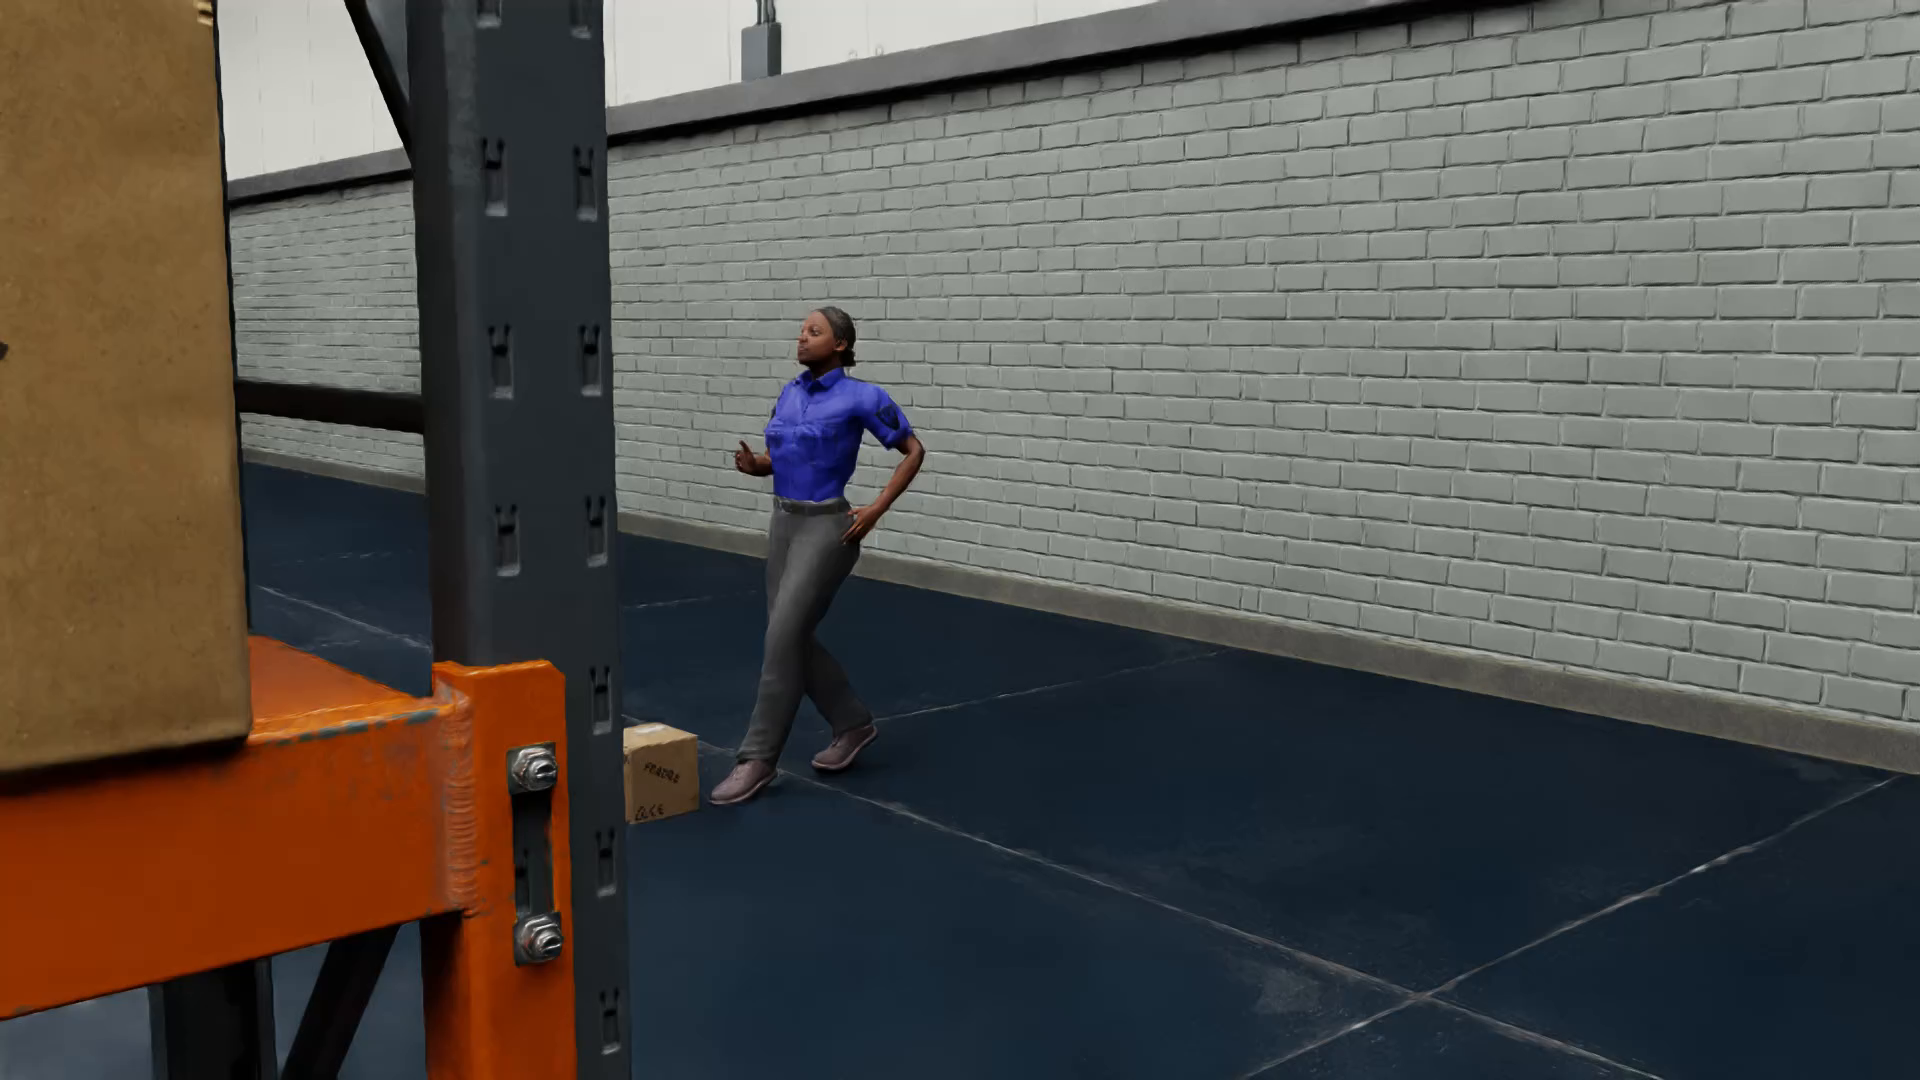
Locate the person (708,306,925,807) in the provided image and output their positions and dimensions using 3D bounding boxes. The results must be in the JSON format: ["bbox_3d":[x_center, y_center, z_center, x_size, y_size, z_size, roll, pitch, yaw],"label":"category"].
[{"bbox_3d":[-0.581,0.024,5.695,0.795,1.635,0.535,-6,10,-39],"label":"person"}]
